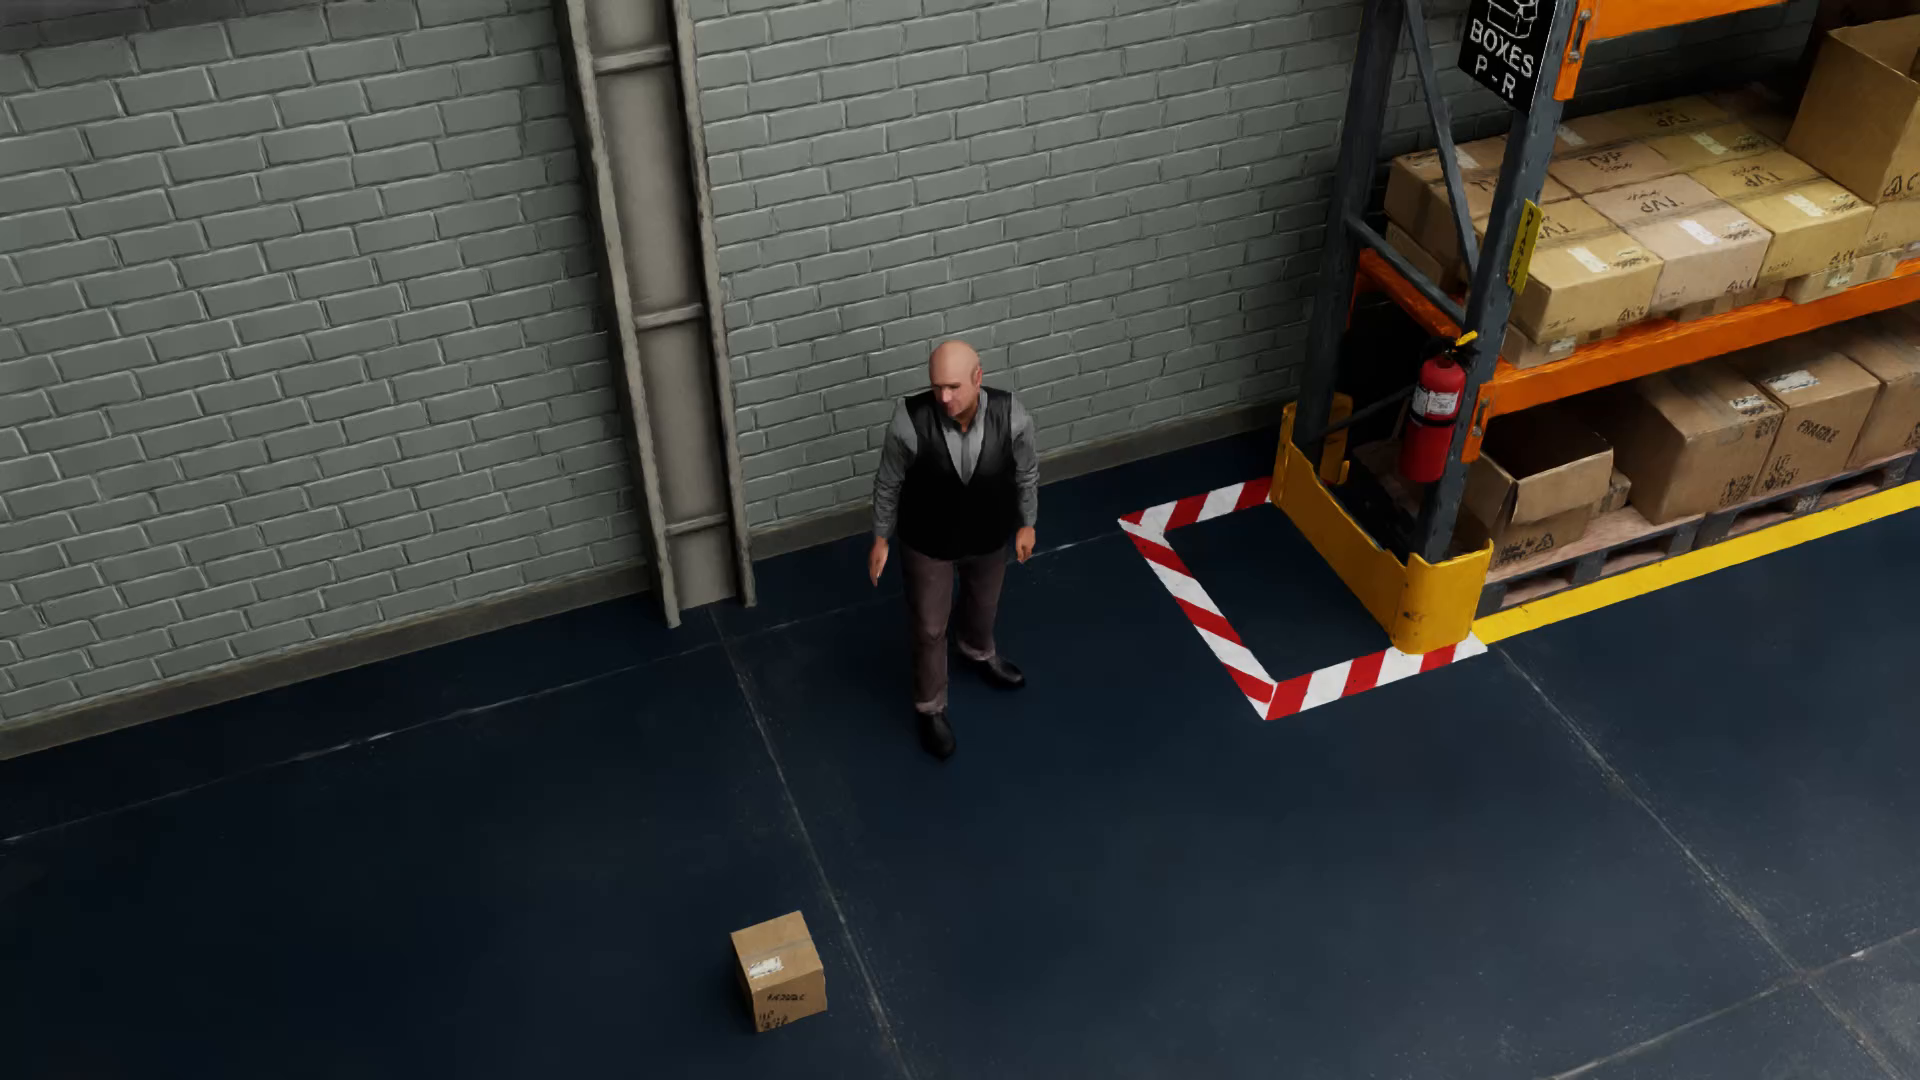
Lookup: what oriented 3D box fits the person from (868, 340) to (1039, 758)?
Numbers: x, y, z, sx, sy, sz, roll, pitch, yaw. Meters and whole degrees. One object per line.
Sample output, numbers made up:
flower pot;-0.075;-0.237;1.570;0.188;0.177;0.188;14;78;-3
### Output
person;-0.017;0.057;6.142;0.650;1.633;0.577;-11;43;-12
